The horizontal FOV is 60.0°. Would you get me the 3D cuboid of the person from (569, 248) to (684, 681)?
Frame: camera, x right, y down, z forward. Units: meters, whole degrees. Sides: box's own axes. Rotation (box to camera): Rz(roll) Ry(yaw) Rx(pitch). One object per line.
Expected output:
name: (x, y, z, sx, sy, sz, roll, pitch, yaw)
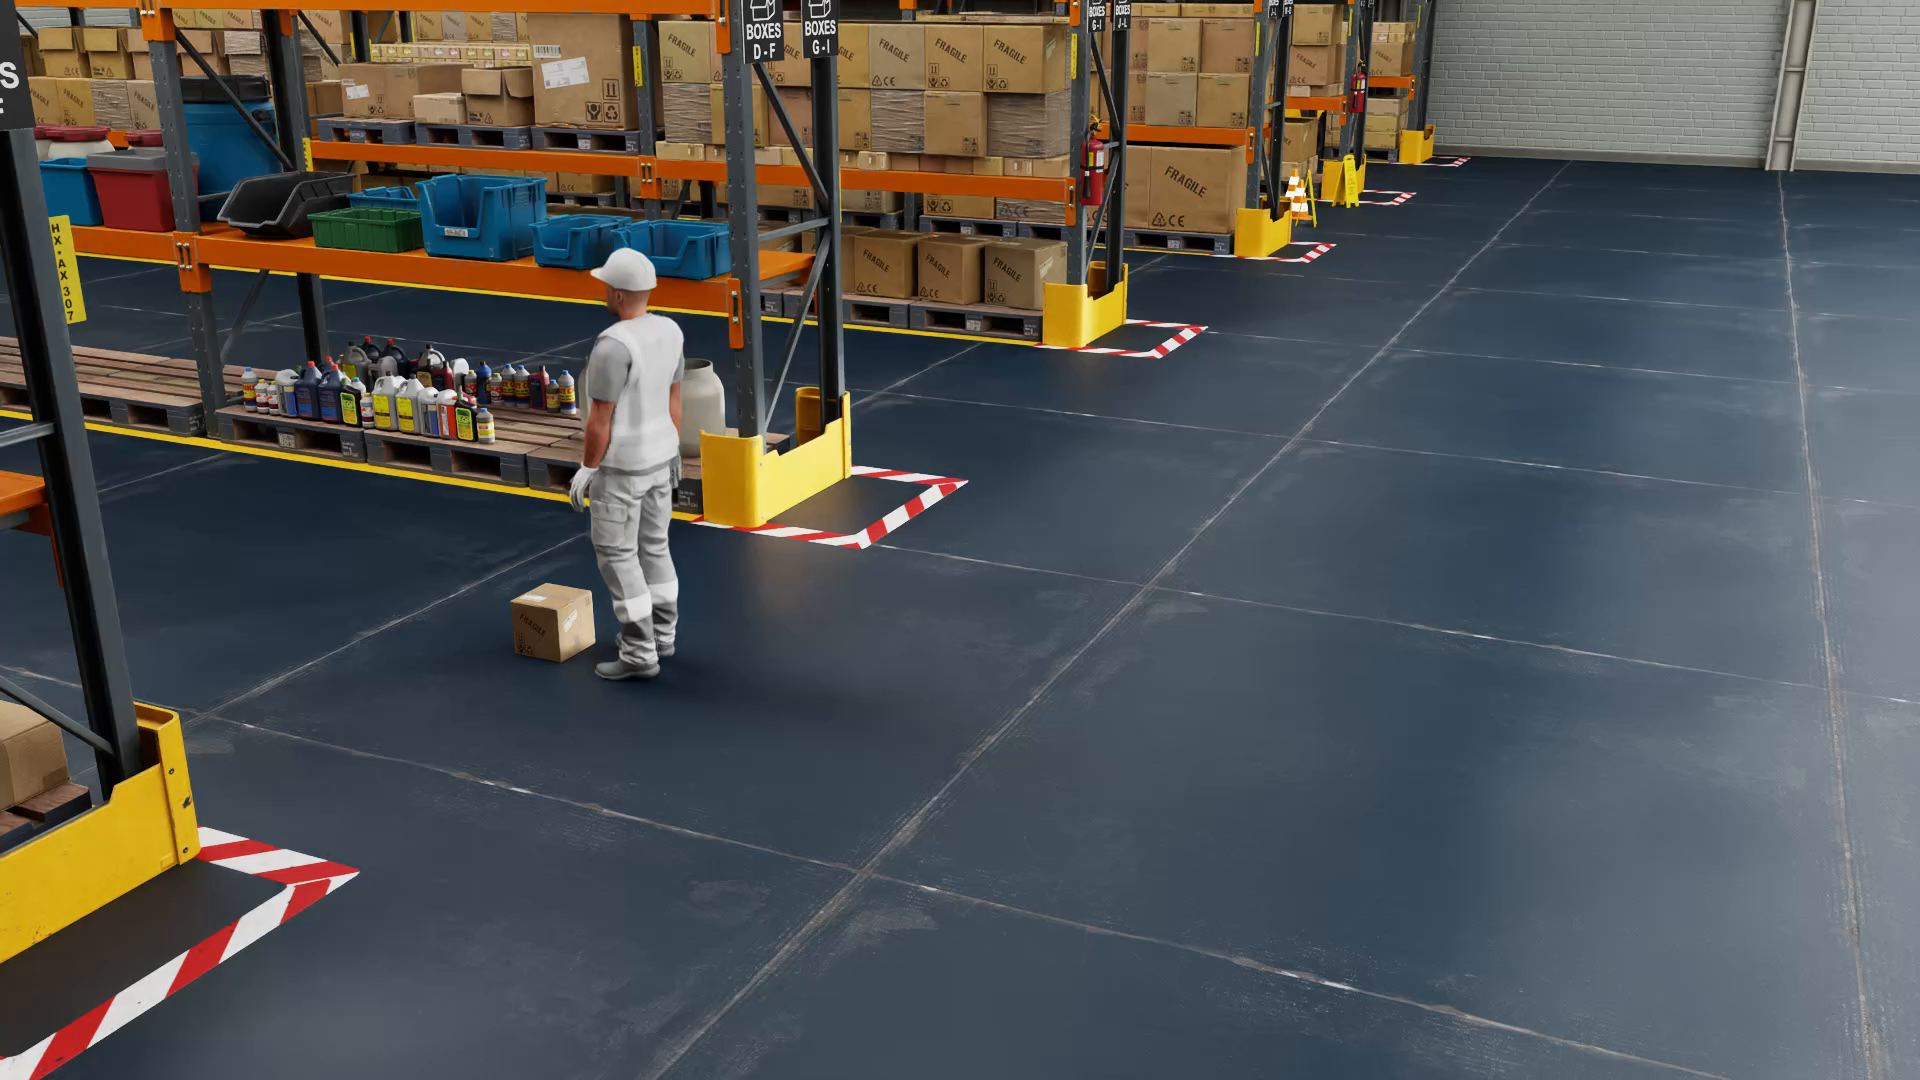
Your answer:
person: (-1.391, -0.309, 6.917, 0.429, 1.809, 0.587, 9, 21, 24)
